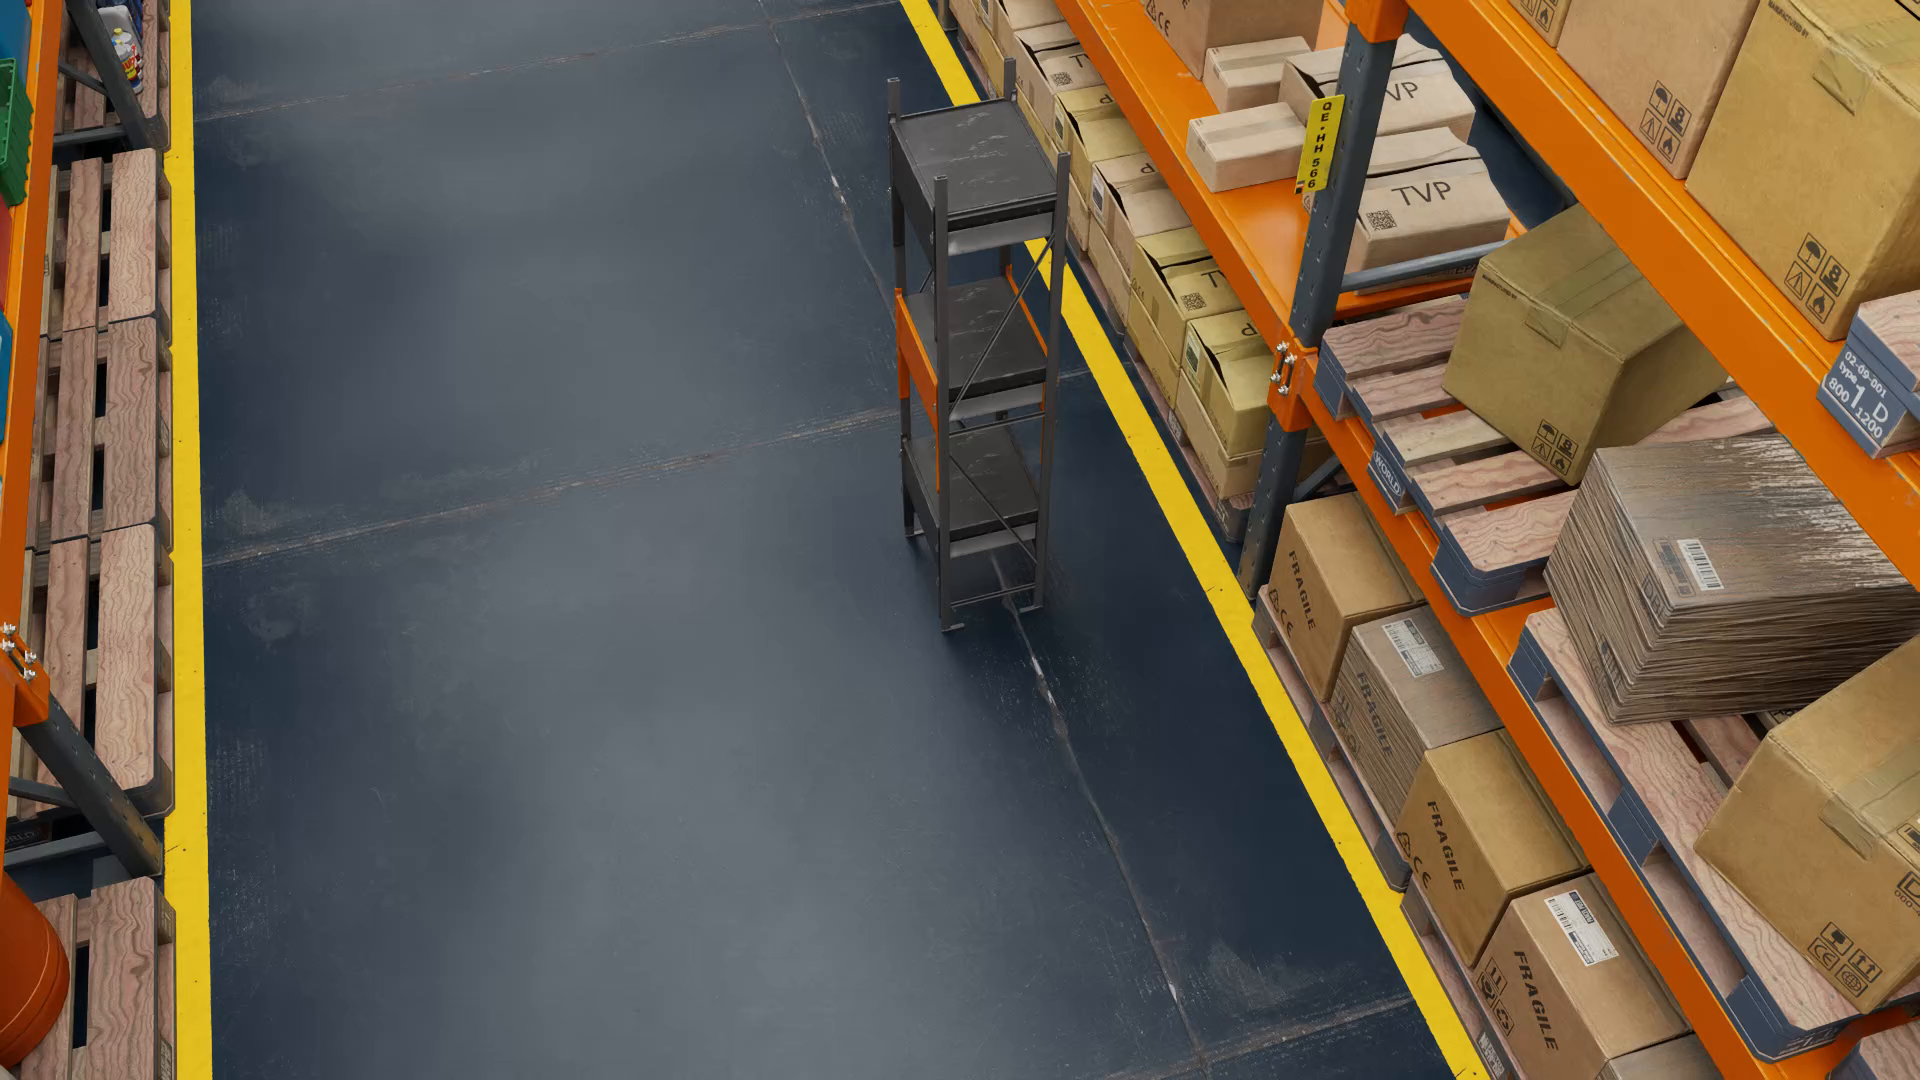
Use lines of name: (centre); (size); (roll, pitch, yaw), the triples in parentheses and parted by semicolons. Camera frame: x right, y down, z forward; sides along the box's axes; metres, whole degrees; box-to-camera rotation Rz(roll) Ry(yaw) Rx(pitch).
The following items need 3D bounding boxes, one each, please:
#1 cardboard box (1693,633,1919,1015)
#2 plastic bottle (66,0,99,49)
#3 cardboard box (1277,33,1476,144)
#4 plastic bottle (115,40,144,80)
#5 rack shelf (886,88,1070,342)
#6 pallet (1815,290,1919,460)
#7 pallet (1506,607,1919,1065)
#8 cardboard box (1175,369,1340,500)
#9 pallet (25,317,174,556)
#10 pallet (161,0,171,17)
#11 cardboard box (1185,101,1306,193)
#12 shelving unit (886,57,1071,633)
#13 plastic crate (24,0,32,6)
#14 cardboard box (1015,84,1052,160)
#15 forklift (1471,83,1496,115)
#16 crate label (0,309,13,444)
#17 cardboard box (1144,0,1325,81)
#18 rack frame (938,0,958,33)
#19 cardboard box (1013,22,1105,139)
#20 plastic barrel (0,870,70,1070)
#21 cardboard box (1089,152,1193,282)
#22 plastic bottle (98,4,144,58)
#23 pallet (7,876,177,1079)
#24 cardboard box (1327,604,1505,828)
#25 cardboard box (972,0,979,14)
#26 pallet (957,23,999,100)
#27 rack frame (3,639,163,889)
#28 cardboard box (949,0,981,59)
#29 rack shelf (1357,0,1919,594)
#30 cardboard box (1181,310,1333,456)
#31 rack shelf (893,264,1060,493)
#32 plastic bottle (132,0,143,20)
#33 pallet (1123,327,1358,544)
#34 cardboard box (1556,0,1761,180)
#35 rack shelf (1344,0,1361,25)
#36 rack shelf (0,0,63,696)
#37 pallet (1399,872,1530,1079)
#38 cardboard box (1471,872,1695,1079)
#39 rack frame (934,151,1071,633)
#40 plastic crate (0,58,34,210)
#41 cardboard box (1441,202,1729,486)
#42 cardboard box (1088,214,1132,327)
cardboard box: (2.162, 0.591, 3.740); (0.700, 0.500, 0.500); (-25, 54, -20)
plastic bottle: (-4.335, -2.630, 8.239); (0.144, 0.351, 0.185); (-13, 51, -11)
cardboard box: (1.481, -1.555, 5.947); (0.500, 0.311, 0.500); (-14, 51, -11)
plastic bottle: (-4.061, -2.337, 8.090); (0.097, 0.201, 0.097); (0, 50, 0)
rack shelf: (0.049, -0.998, 5.110); (0.431, 0.518, 0.480); (-13, 51, -11)
pallet: (2.308, -0.120, 2.840); (1.213, 0.211, 1.003); (-13, 51, -11)
pallet: (2.140, 0.595, 4.202); (1.003, 0.211, 1.213); (-13, 51, -11)
cardboard box: (1.172, -0.465, 6.493); (0.500, 0.250, 0.500); (-12, 51, -10)
pallet: (-3.722, -0.335, 6.684); (1.003, 0.211, 1.213); (-13, 51, -11)
pallet: (-4.879, -3.185, 9.086); (1.003, 0.211, 1.213); (-13, 51, -11)
cardboard box: (1.030, -1.400, 5.922); (0.380, 0.149, 0.250); (-13, 51, -11)
shelving unit: (0.049, -0.556, 5.635); (0.431, 2.100, 0.503); (-13, 51, -11)
plastic crate: (-3.920, -2.427, 6.582); (0.402, 0.464, 0.583); (-13, 51, -11)
cardboard box: (0.566, -1.955, 7.750); (0.500, 0.250, 0.500); (-15, 51, -12)
forklift: (3.669, -2.355, 6.608); (1.130, 2.935, 3.031); (-20, 53, -16)
crate label: (-3.208, -0.568, 5.033); (0.502, 0.435, 0.616); (-13, 51, -11)
cardboard box: (1.049, -2.141, 6.317); (0.500, 0.500, 0.500); (-16, 52, -13)
rack frame: (0.377, -3.808, 7.788); (1.000, 3.000, 0.127); (-13, 51, -11)
cardboard box: (0.559, -2.135, 7.535); (0.500, 0.311, 0.500); (-15, 51, -12)
plastic barrel: (-3.012, 1.148, 4.755); (0.600, 0.830, 0.708); (-13, 51, -11)
cardboard box: (0.864, -1.391, 6.907); (0.500, 0.311, 0.500); (-14, 51, -11)
plastic bottle: (-4.153, -2.517, 8.193); (0.152, 0.276, 0.135); (-12, 51, -10)
pallet: (-2.900, 1.696, 4.972); (1.003, 0.211, 1.213); (-13, 51, -11)
cardboard box: (1.582, 0.555, 5.457); (0.500, 0.500, 0.500); (-15, 51, -12)
cardboard box: (0.262, -2.880, 8.162); (0.500, 0.311, 0.500); (-13, 51, -11)
pallet: (0.633, -2.380, 8.408); (1.003, 0.211, 1.213); (-13, 51, -11)
rack frame: (-3.173, 0.231, 4.383); (1.000, 3.000, 0.127); (-13, 51, -11)
cardboard box: (0.260, -2.707, 8.383); (0.500, 0.250, 0.500); (-14, 51, -12)
rack shelf: (2.152, -0.161, 3.222); (1.077, 0.370, 4.000); (-13, 51, -11)
cardboard box: (1.170, -0.643, 6.277); (0.500, 0.311, 0.500); (-12, 51, -10)
rack shelf: (0.049, -0.547, 5.645); (0.431, 0.518, 0.480); (-13, 51, -11)
plastic bottle: (-4.254, -2.800, 8.383); (0.144, 0.351, 0.185); (-15, 52, -13)
pallet: (1.354, -0.598, 6.906); (1.003, 0.211, 1.213); (-13, 51, -11)
cardboard box: (1.872, -1.202, 3.564); (0.910, 0.500, 0.500); (-13, 51, -11)
rack shelf: (0.969, -3.082, 5.685); (1.077, 0.370, 4.000); (-13, 51, -11)
rack shelf: (-3.764, -0.998, 5.890); (1.077, 0.370, 4.000); (-13, 51, -11)
pallet: (2.102, 1.455, 5.175); (1.003, 0.211, 1.213); (-13, 51, -11)
cardboard box: (1.885, 1.303, 4.827); (0.500, 0.500, 0.500); (-15, 51, -12)
rack frame: (0.121, -0.378, 5.485); (0.400, 2.100, 0.015); (-13, 51, -11)
plastic crate: (-3.571, -1.414, 5.909); (0.450, 0.188, 0.662); (-13, 51, -11)
cardboard box: (1.854, -0.620, 4.760); (0.700, 0.500, 0.500); (-30, 56, -23)
cardboard box: (0.870, -1.209, 7.120); (0.500, 0.250, 0.500); (-12, 51, -10)
